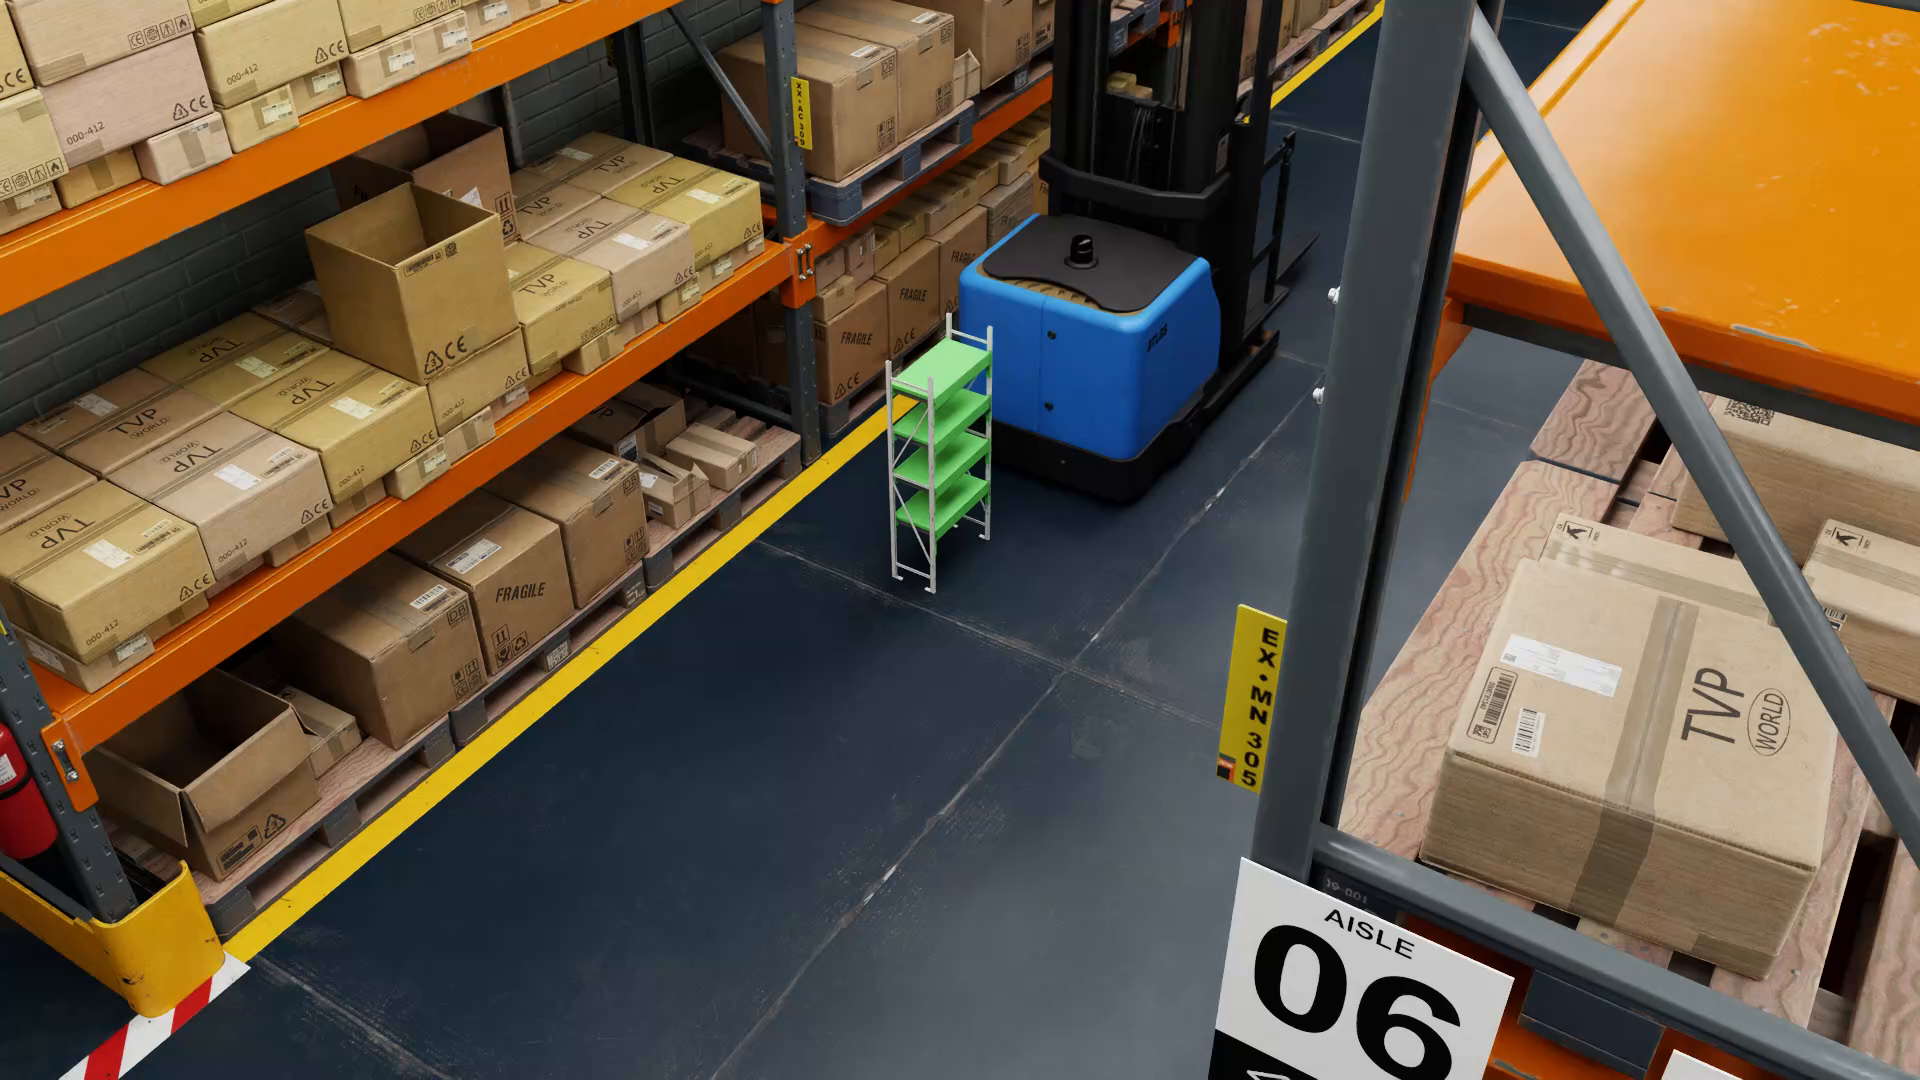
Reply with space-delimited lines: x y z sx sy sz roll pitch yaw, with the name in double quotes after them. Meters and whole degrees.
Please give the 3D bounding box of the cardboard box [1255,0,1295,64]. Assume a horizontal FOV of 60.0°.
2.011 -4.052 12.590 0.875 0.625 0.625 19 42 23 "cardboard box"

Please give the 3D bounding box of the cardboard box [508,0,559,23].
-1.714 -2.053 6.144 0.380 0.149 0.250 23 43 27 "cardboard box"

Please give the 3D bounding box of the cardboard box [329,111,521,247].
-2.205 -1.435 6.859 0.500 0.500 0.500 20 42 24 "cardboard box"

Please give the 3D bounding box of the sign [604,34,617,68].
-1.653 -2.399 7.896 0.100 0.325 0.005 21 42 25 "sign"

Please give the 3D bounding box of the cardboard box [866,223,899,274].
-0.554 -1.596 8.975 0.380 0.149 0.250 19 42 23 "cardboard box"

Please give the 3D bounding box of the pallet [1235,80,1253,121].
1.435 -3.130 12.076 1.003 0.211 1.213 21 42 25 "pallet"

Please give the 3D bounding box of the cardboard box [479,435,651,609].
-1.870 -0.122 7.594 0.700 0.500 0.500 20 42 23 "cardboard box"

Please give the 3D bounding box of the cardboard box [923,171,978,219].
-0.119 -1.985 9.480 0.380 0.149 0.250 23 43 27 "cardboard box"

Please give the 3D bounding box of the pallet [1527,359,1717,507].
1.910 -0.247 3.669 1.003 0.211 1.213 21 42 25 "pallet"

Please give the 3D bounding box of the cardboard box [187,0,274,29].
-2.329 -1.809 5.092 0.500 0.250 0.500 21 42 24 "cardboard box"

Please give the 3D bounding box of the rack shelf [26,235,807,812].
-2.254 -0.444 6.898 1.077 0.370 4.000 21 42 25 "rack shelf"

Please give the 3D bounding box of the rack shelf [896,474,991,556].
-0.089 -0.149 7.898 0.258 0.148 0.480 21 42 25 "rack shelf"

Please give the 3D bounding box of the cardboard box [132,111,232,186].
-2.467 -1.240 5.090 0.380 0.149 0.250 22 43 26 "cardboard box"

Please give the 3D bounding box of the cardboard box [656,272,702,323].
-1.380 -1.131 7.405 0.380 0.149 0.250 22 43 26 "cardboard box"

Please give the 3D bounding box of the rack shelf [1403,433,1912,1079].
1.940 -0.011 3.879 1.077 0.370 4.000 21 42 25 "rack shelf"

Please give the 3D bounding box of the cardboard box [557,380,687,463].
-1.736 -0.599 8.367 0.500 0.311 0.500 23 43 27 "cardboard box"

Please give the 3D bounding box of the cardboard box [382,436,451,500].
-2.185 -0.326 6.362 0.380 0.149 0.250 20 42 24 "cardboard box"

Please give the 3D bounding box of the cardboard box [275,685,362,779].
-2.657 0.774 6.720 0.380 0.149 0.250 19 42 23 "cardboard box"

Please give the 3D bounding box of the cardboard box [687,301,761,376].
-1.169 -1.287 9.105 0.500 0.500 0.500 21 42 25 "cardboard box"

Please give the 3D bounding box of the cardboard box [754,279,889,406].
-0.733 -1.113 8.879 0.500 0.500 0.500 23 43 27 "cardboard box"

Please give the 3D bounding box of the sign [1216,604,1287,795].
0.417 0.231 2.315 0.100 0.325 0.005 21 42 25 "sign"

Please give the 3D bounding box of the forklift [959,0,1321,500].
1.173 -2.234 8.686 1.130 2.935 3.031 20 42 24 "forklift"

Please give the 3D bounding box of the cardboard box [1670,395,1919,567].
1.712 -0.191 3.170 0.500 0.311 0.500 22 43 26 "cardboard box"

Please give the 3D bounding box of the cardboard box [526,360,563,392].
-1.889 -0.767 6.933 0.380 0.149 0.250 22 43 26 "cardboard box"

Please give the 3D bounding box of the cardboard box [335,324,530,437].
-2.060 -0.695 6.514 0.500 0.250 0.500 20 42 24 "cardboard box"

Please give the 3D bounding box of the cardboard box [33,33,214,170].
-2.602 -1.353 4.910 0.500 0.250 0.500 22 43 26 "cardboard box"

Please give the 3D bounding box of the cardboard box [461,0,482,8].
-1.783 -2.144 5.937 0.500 0.250 0.500 22 43 26 "cardboard box"

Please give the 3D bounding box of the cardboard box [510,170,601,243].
-1.938 -1.391 7.416 0.500 0.250 0.500 21 42 25 "cardboard box"

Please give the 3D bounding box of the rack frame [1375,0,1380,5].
3.104 -5.885 13.366 1.000 3.000 0.127 21 42 25 "rack frame"

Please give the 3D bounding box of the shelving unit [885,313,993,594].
-0.089 -0.390 7.712 0.258 1.200 0.503 21 42 25 "shelving unit"

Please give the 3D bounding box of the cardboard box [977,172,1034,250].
0.098 -1.911 9.916 0.500 0.500 0.500 20 42 24 "cardboard box"

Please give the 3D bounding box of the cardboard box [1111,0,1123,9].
0.669 -3.280 9.766 0.500 0.250 0.500 19 42 23 "cardboard box"

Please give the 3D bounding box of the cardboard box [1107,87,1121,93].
0.790 -2.767 10.495 0.380 0.149 0.250 19 42 23 "cardboard box"

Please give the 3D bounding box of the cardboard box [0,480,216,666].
-2.854 0.097 5.485 0.500 0.250 0.500 21 42 25 "cardboard box"

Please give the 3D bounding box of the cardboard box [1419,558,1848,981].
1.033 0.327 2.548 0.500 0.250 0.500 17 41 21 "cardboard box"

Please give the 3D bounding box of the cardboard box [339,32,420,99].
-2.055 -1.634 5.601 0.380 0.149 0.250 21 42 25 "cardboard box"

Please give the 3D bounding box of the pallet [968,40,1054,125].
-0.077 -2.742 9.447 1.003 0.211 1.213 21 42 25 "pallet"

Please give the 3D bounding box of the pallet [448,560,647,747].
-2.204 0.329 7.590 1.003 0.211 1.213 21 42 25 "pallet"

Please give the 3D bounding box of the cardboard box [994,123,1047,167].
0.299 -2.396 10.013 0.380 0.149 0.250 21 42 24 "cardboard box"

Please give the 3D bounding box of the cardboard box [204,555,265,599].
-2.709 0.028 5.902 0.380 0.149 0.250 21 42 25 "cardboard box"

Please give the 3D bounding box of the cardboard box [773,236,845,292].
-0.816 -1.429 8.515 0.380 0.149 0.250 20 42 24 "cardboard box"

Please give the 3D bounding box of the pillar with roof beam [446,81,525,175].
1.319 -2.664 4.275 9.100 9.000 0.400 21 42 25 "pillar with roof beam"

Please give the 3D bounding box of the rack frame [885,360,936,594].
-0.219 -0.264 7.549 0.240 1.200 0.015 21 42 25 "rack frame"

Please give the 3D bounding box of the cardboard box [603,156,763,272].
-1.249 -1.477 7.527 0.500 0.250 0.500 22 43 26 "cardboard box"

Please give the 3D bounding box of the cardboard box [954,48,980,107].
-0.114 -2.464 8.695 0.396 0.266 0.258 23 43 27 "cardboard box"

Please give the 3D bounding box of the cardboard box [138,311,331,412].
-2.756 -0.600 6.390 0.500 0.250 0.500 23 43 26 "cardboard box"
